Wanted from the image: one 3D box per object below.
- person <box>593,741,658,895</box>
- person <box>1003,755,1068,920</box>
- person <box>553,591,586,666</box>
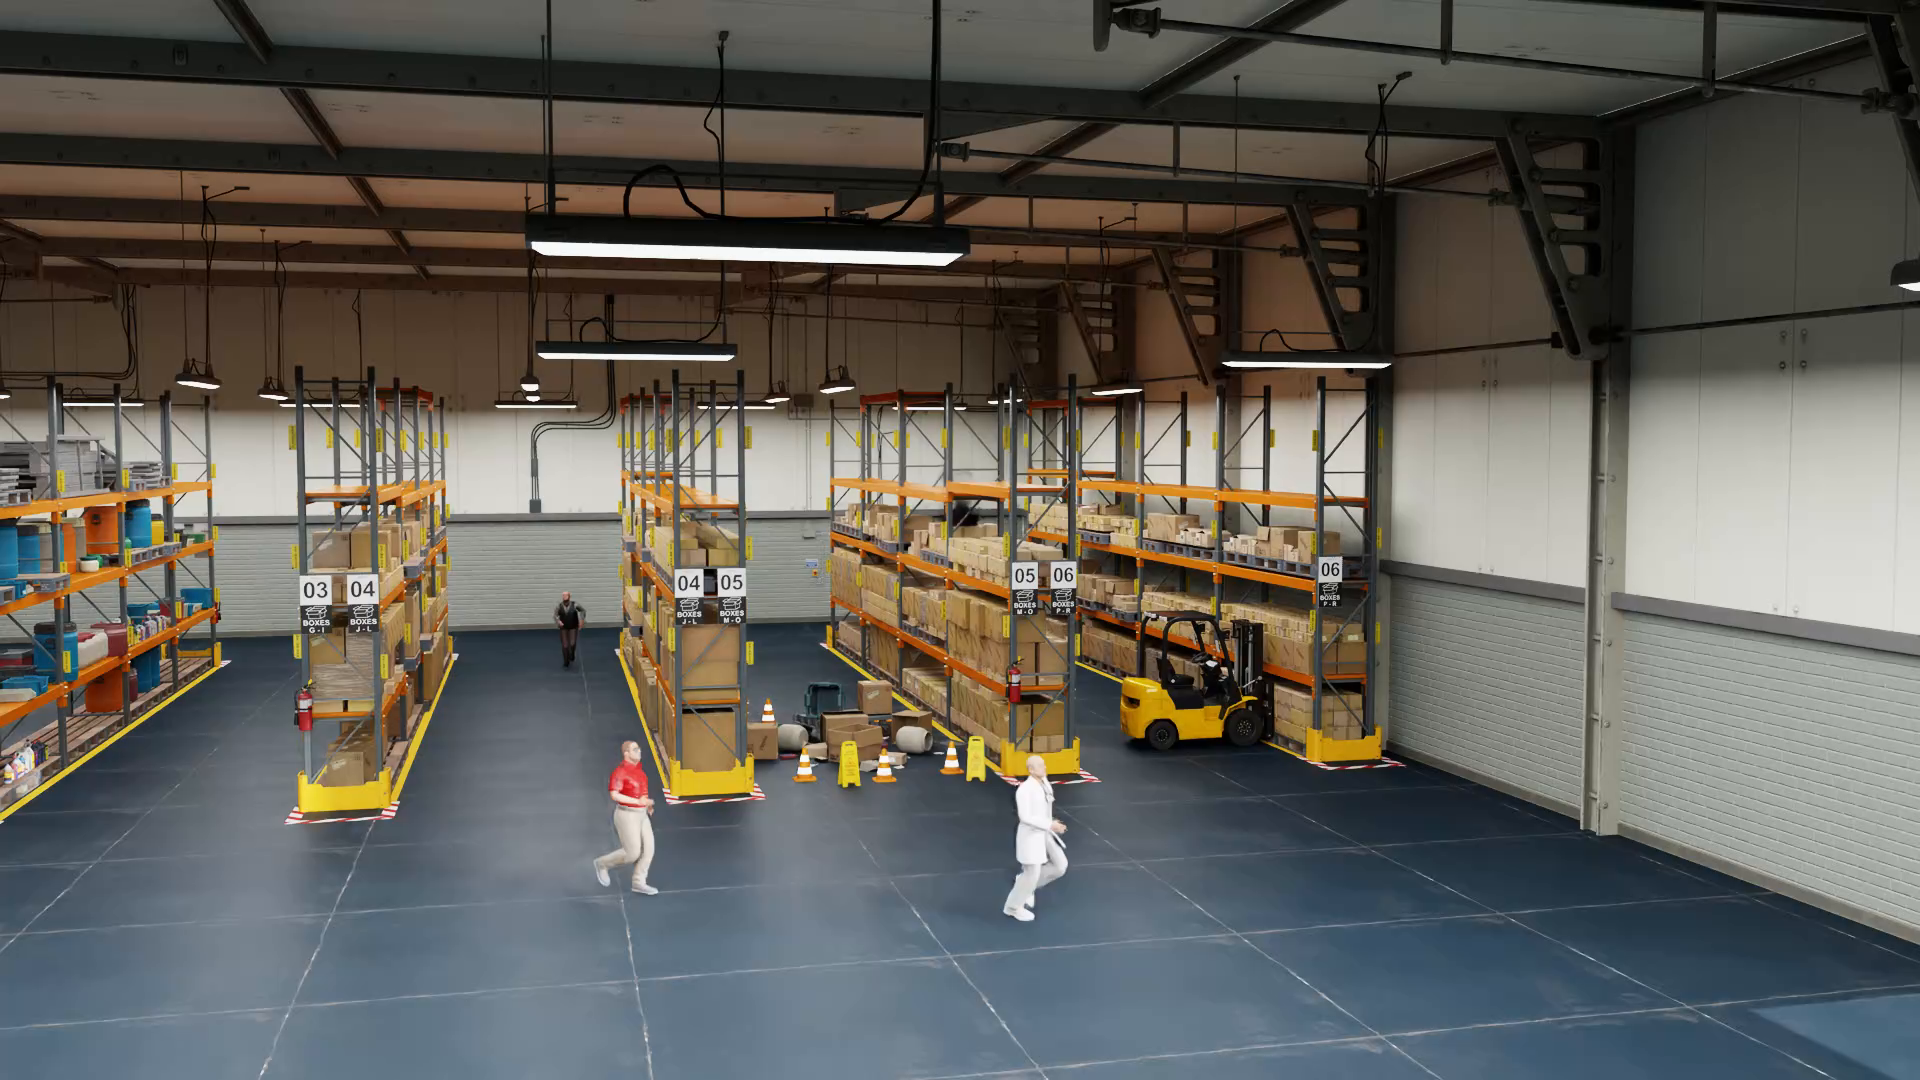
[{"bbox_3d":[-3.670,3.057,18.381,0.741,1.691,0.668,1,4,16],"label":"person"},{"bbox_3d":[0.822,3.199,17.361,0.766,1.539,0.741,2,4,33],"label":"person"},{"bbox_3d":[-8.644,2.005,36.746,0.693,1.610,0.671,0,3,-6],"label":"person"}]
